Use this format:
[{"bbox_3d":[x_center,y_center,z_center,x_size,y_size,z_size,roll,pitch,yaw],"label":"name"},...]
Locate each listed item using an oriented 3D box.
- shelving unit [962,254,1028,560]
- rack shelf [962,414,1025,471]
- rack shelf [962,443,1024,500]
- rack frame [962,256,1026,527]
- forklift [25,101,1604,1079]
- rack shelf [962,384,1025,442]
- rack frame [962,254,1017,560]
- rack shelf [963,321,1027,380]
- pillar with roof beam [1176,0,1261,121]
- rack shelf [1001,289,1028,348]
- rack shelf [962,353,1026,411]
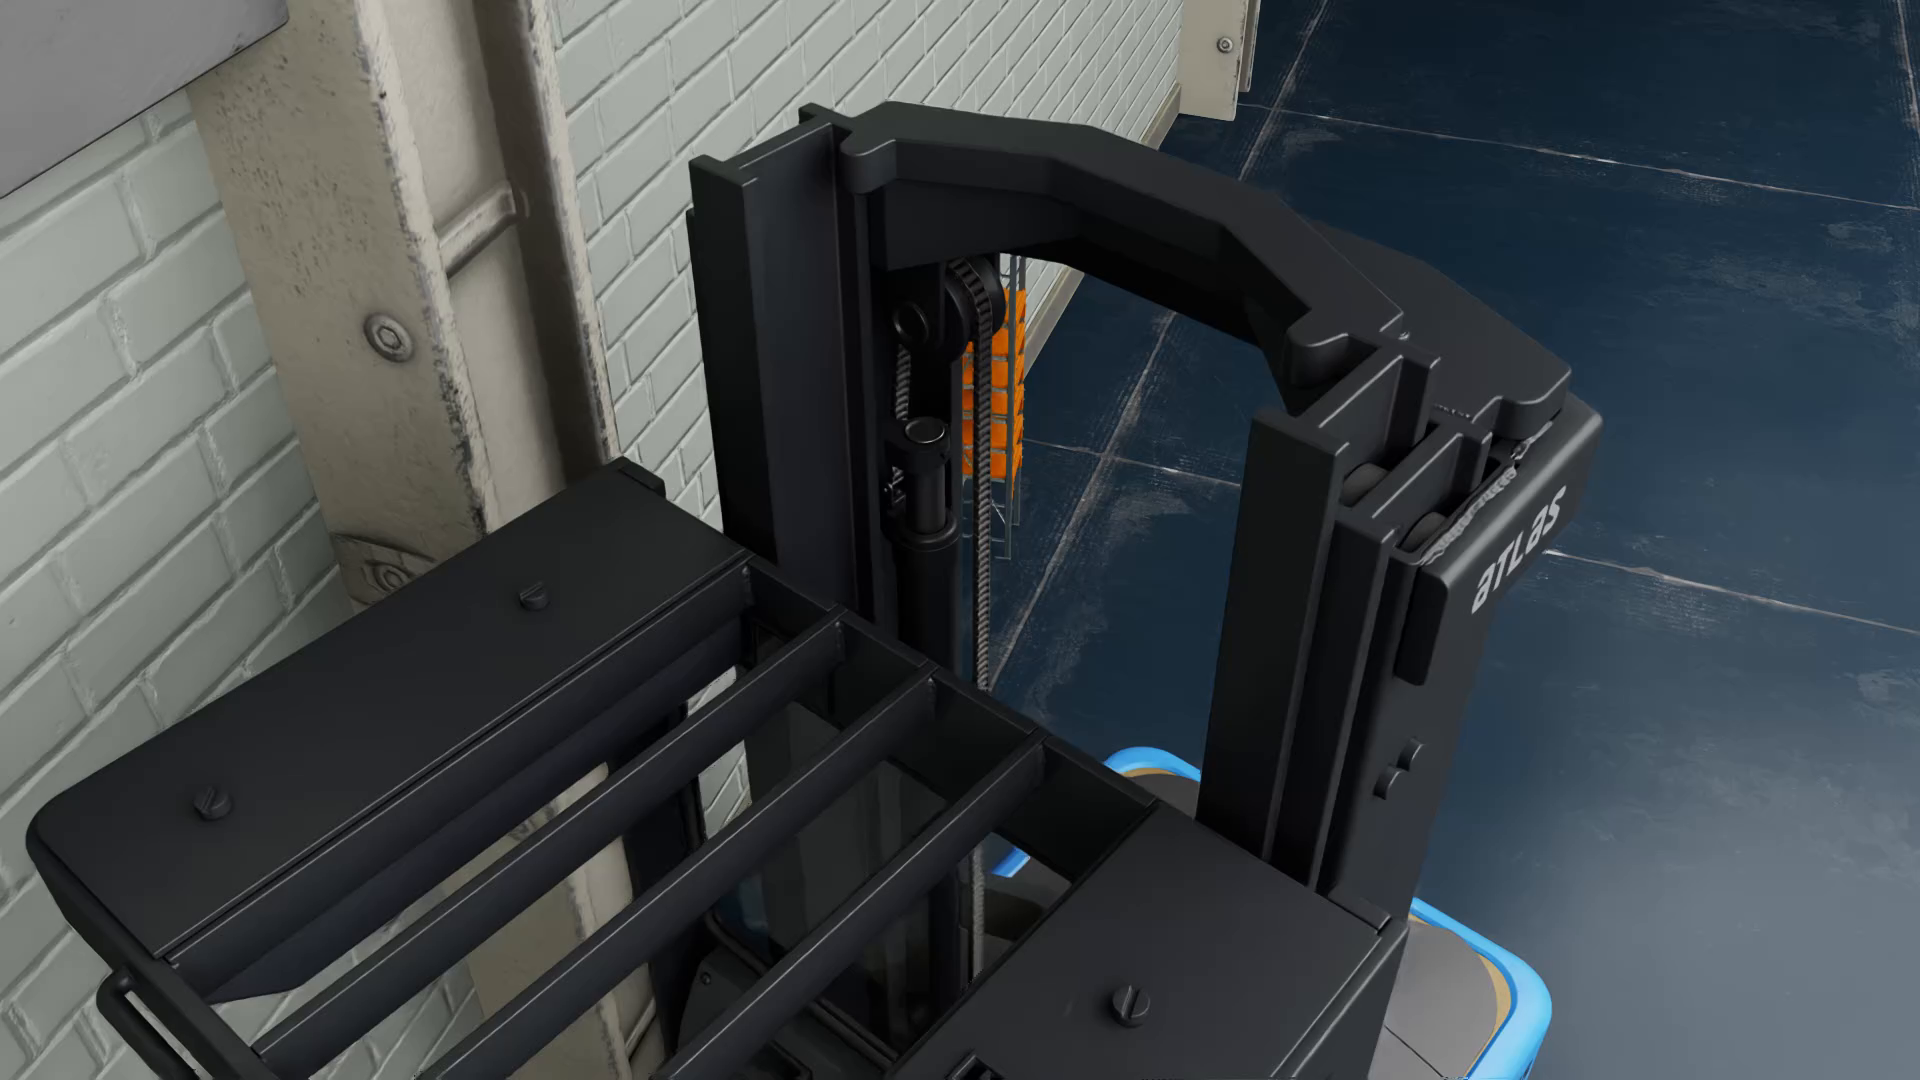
[{"bbox_3d":[0.069,-0.461,5.364,0.258,1.200,0.189,7,41,8],"label":"shelving unit"},{"bbox_3d":[0.070,-0.336,5.471,0.258,0.103,0.180,7,41,8],"label":"rack shelf"},{"bbox_3d":[0.070,-0.244,5.549,0.258,0.103,0.180,7,41,8],"label":"rack shelf"},{"bbox_3d":[0.087,-0.519,5.433,0.240,1.200,0.006,7,41,8],"label":"rack frame"},{"bbox_3d":[-0.203,1.054,2.256,1.130,2.935,3.031,29,48,30],"label":"forklift"},{"bbox_3d":[0.069,-0.427,5.393,0.258,0.103,0.180,7,41,8],"label":"rack shelf"},{"bbox_3d":[0.052,-0.402,5.296,0.240,1.200,0.006,7,41,8],"label":"rack frame"},{"bbox_3d":[0.069,-0.609,5.237,0.258,0.103,0.180,7,41,8],"label":"rack shelf"},{"bbox_3d":[5.306,-4.677,4.299,9.100,9.000,0.400,13,42,15],"label":"pillar with roof beam"},{"bbox_3d":[0.068,-0.700,5.159,0.258,0.103,0.180,7,41,8],"label":"rack shelf"},{"bbox_3d":[0.069,-0.518,5.315,0.258,0.103,0.180,7,41,8],"label":"rack shelf"}]
